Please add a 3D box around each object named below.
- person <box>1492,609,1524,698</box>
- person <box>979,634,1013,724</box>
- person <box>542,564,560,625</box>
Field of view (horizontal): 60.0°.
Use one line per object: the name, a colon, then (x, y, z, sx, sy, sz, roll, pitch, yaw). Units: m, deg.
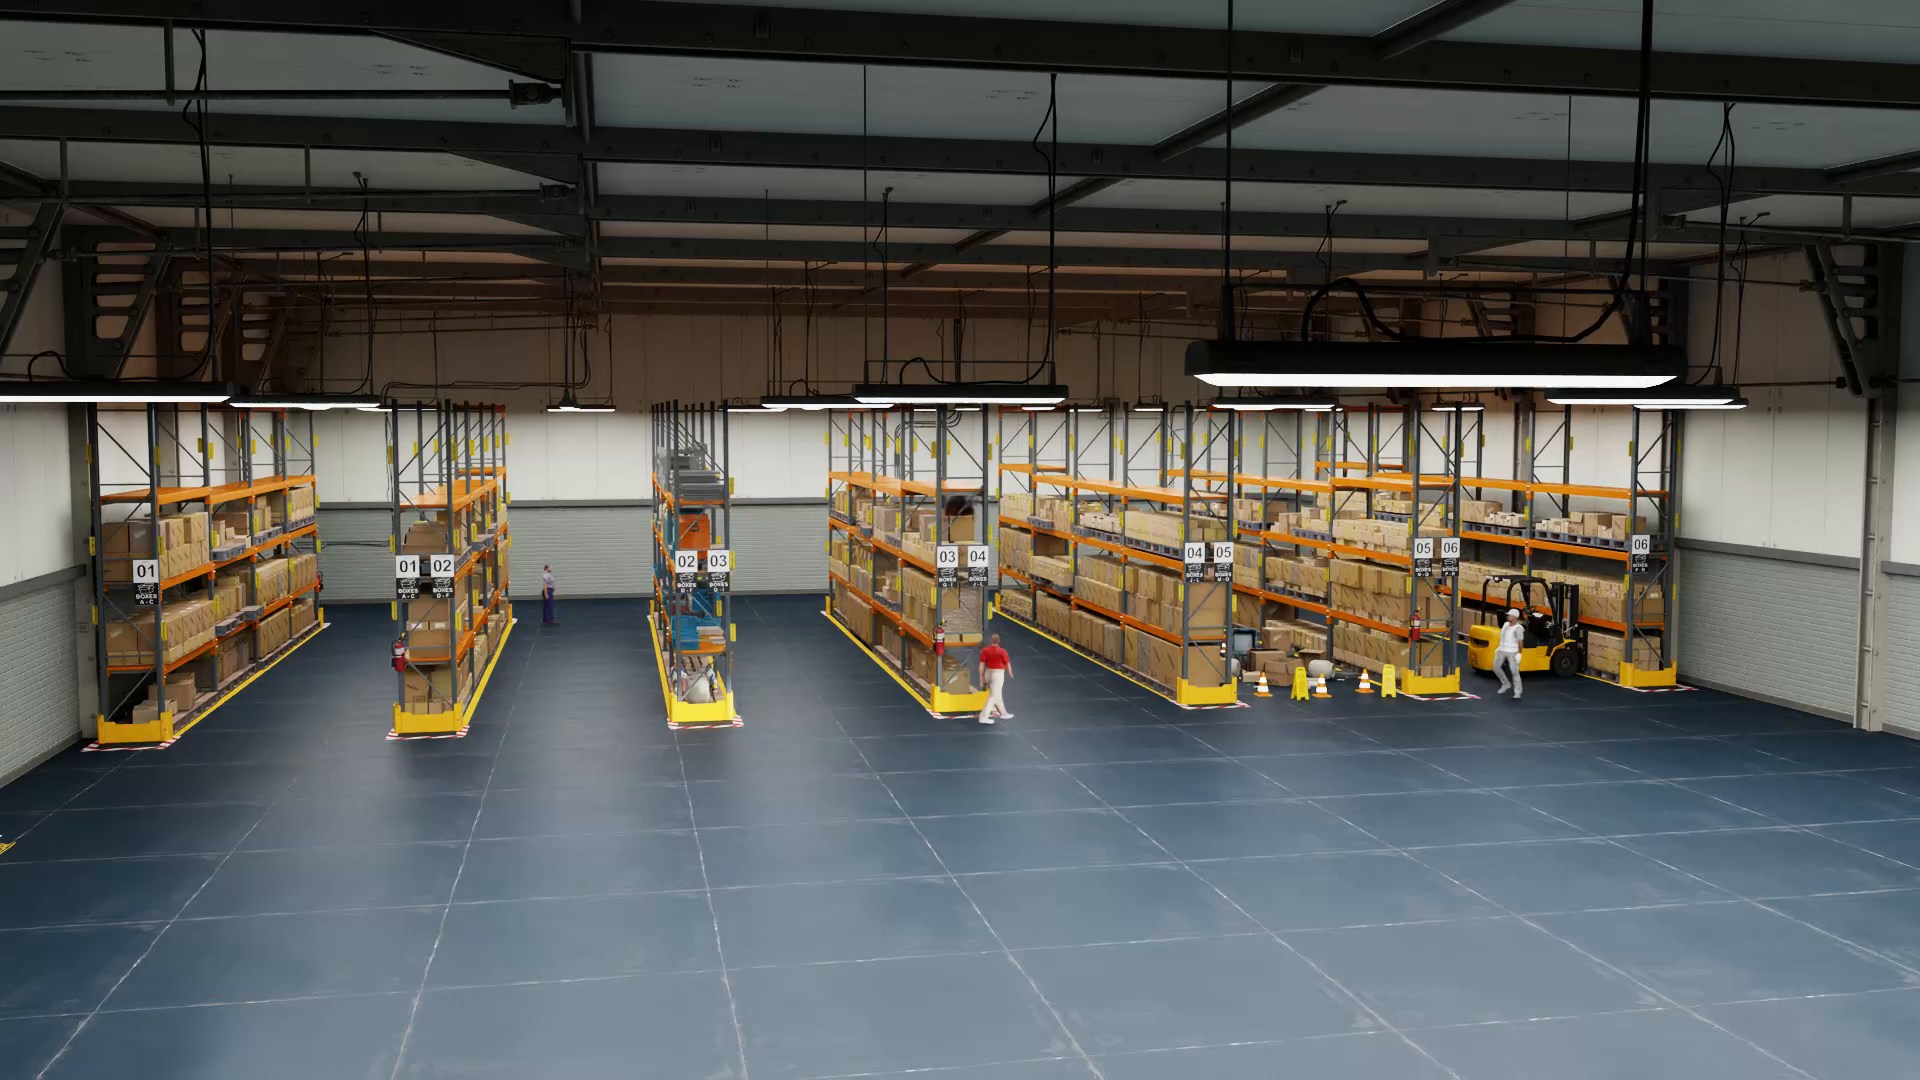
person: (11.148, 2.278, 33.706, 0.407, 1.783, 0.680, -3, 5, -33)
person: (0.728, 2.545, 30.851, 0.979, 1.660, 0.520, -4, 6, -40)
person: (-11.191, 1.479, 45.510, 0.486, 1.672, 0.509, 0, 4, -2)
